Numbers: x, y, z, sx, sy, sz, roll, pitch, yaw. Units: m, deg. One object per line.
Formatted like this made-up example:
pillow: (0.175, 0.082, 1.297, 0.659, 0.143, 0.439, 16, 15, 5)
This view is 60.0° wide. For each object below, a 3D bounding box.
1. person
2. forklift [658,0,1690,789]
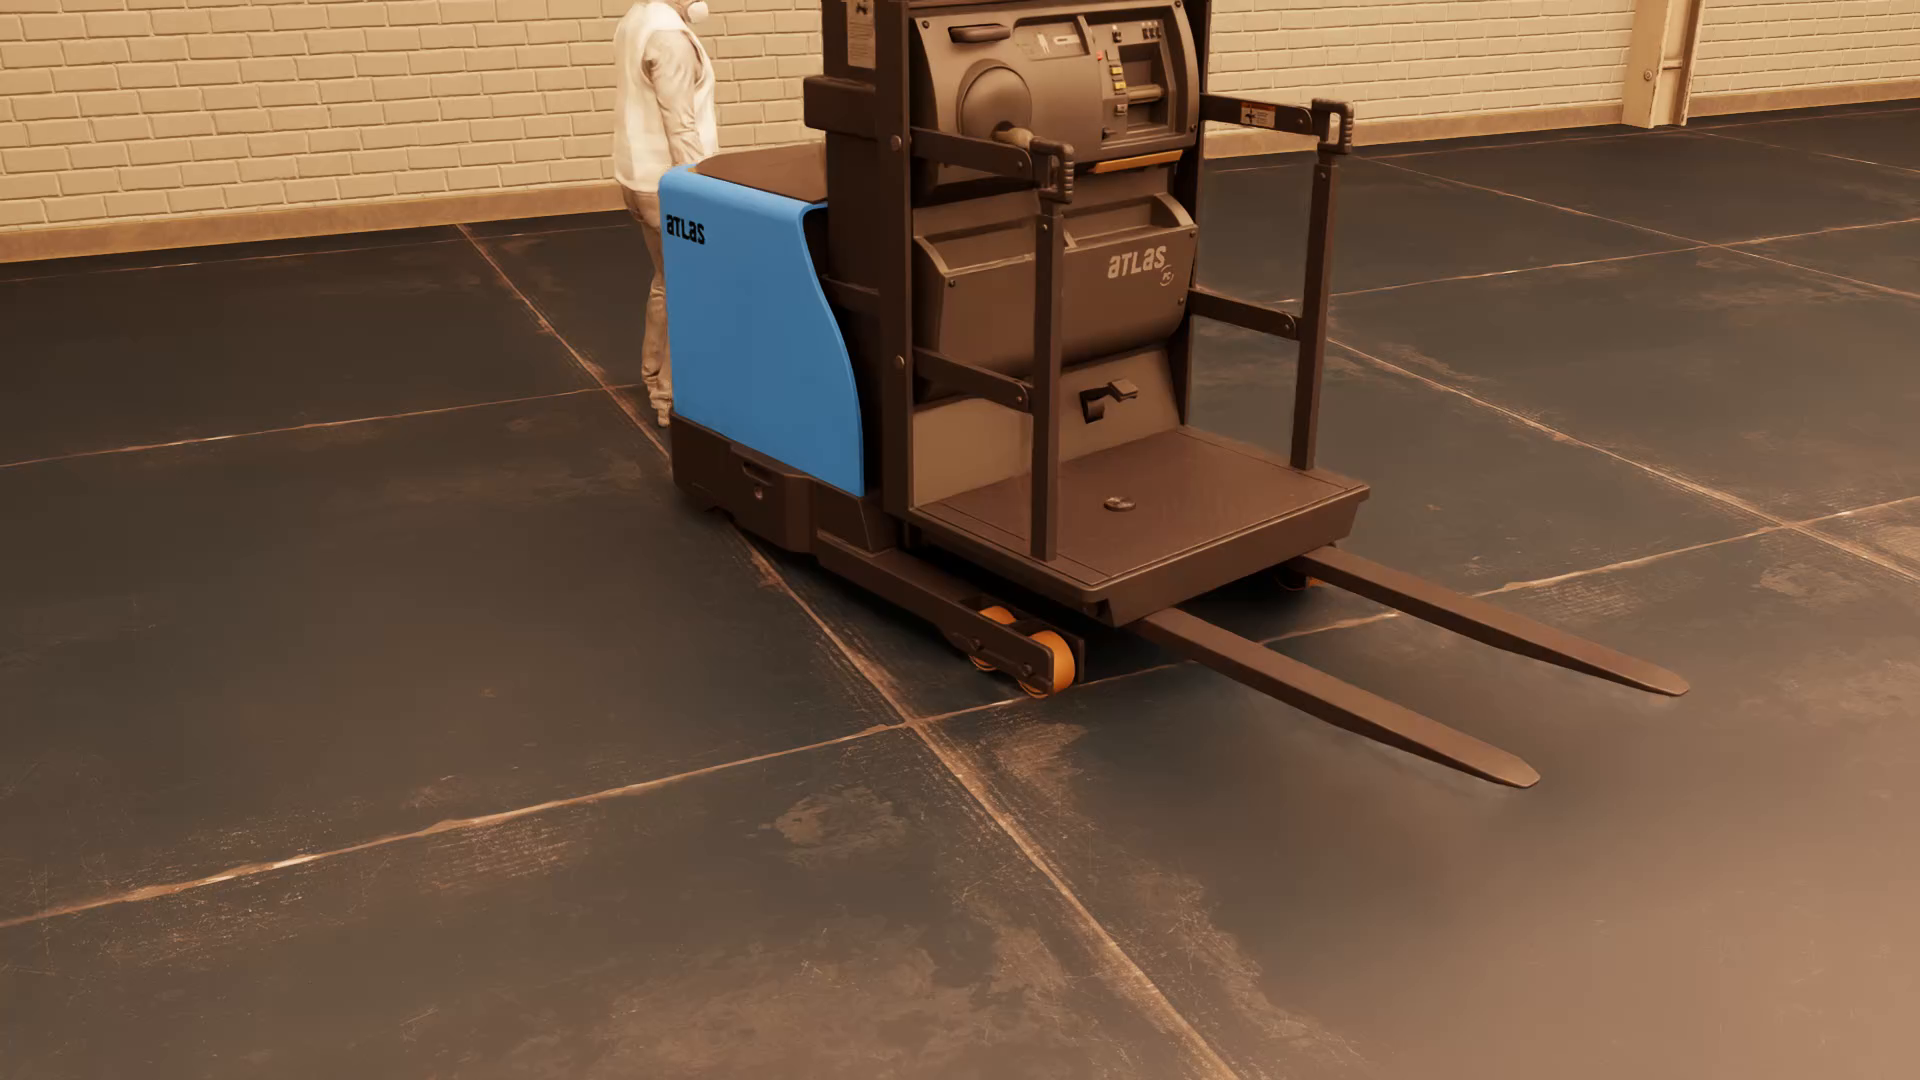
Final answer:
person: (-1.015, -1.297, 5.949, 0.418, 1.749, 0.756, -12, 25, -26)
forklift: (0.407, -1.177, 4.119, 1.130, 2.935, 3.031, -18, 29, -37)
